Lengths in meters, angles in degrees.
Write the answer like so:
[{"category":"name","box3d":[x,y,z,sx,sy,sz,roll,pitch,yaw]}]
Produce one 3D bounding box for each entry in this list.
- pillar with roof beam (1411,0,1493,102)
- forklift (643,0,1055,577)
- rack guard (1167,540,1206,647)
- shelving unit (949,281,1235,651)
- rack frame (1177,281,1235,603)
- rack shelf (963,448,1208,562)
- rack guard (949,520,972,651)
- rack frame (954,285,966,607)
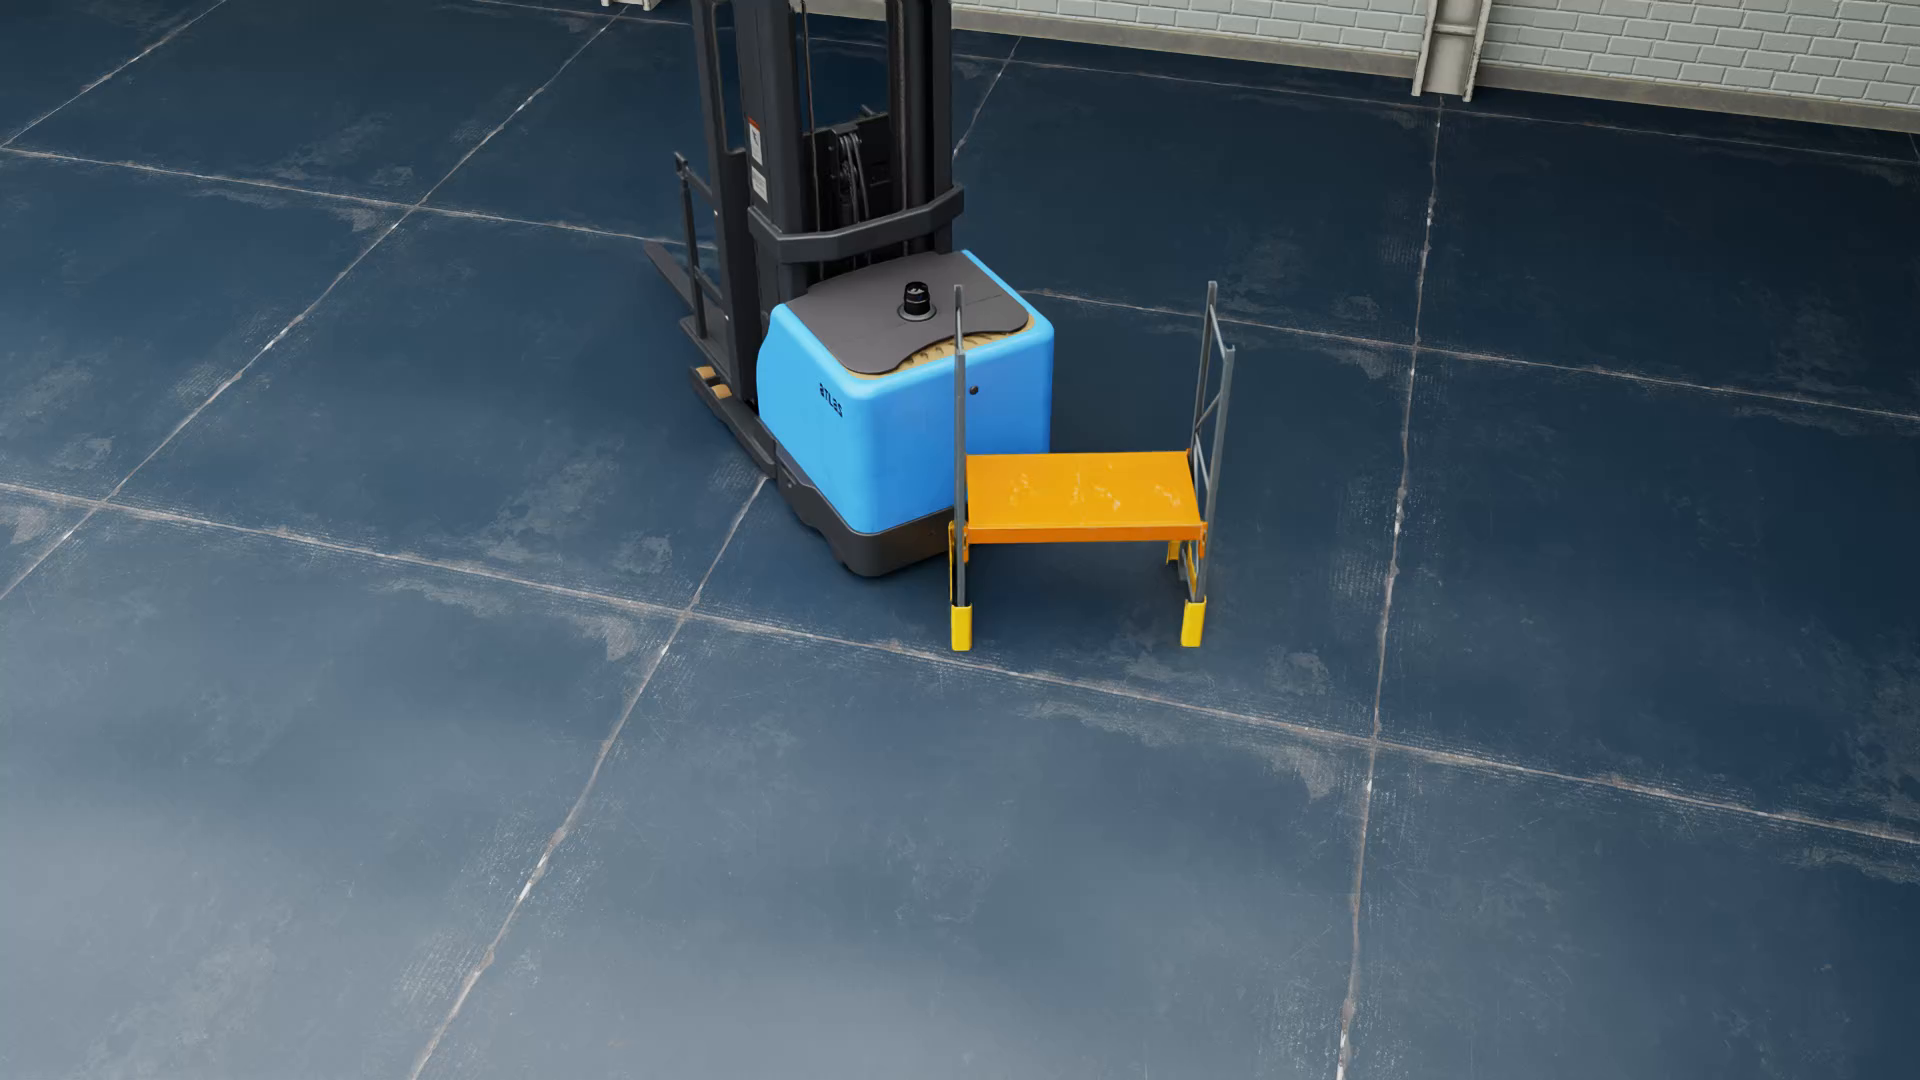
[{"category":"pillar with roof beam","box3d":[2.207,-3.875,5.367,0.400,9.000,9.100,10,41,11]},{"category":"forklift","box3d":[-0.745,-1.889,7.721,1.130,2.935,3.031,-20,44,-23]},{"category":"rack guard","box3d":[0.996,0.180,7.342,0.087,0.250,0.587,-1,40,-1]},{"category":"shelving unit","box3d":[0.499,-0.291,6.930,1.083,1.500,0.587,-1,40,-1]},{"category":"rack frame","box3d":[1.016,-0.299,6.940,0.032,1.500,0.500,-1,40,-1]},{"category":"rack shelf","box3d":[0.508,-0.153,7.046,1.000,0.185,0.538,-1,40,-1]},{"category":"rack guard","box3d":[0.001,0.196,7.323,0.087,0.250,0.587,-1,40,-1]},{"category":"rack frame","box3d":[-0.001,-0.283,6.921,0.032,1.500,0.500,-1,40,-1]}]
